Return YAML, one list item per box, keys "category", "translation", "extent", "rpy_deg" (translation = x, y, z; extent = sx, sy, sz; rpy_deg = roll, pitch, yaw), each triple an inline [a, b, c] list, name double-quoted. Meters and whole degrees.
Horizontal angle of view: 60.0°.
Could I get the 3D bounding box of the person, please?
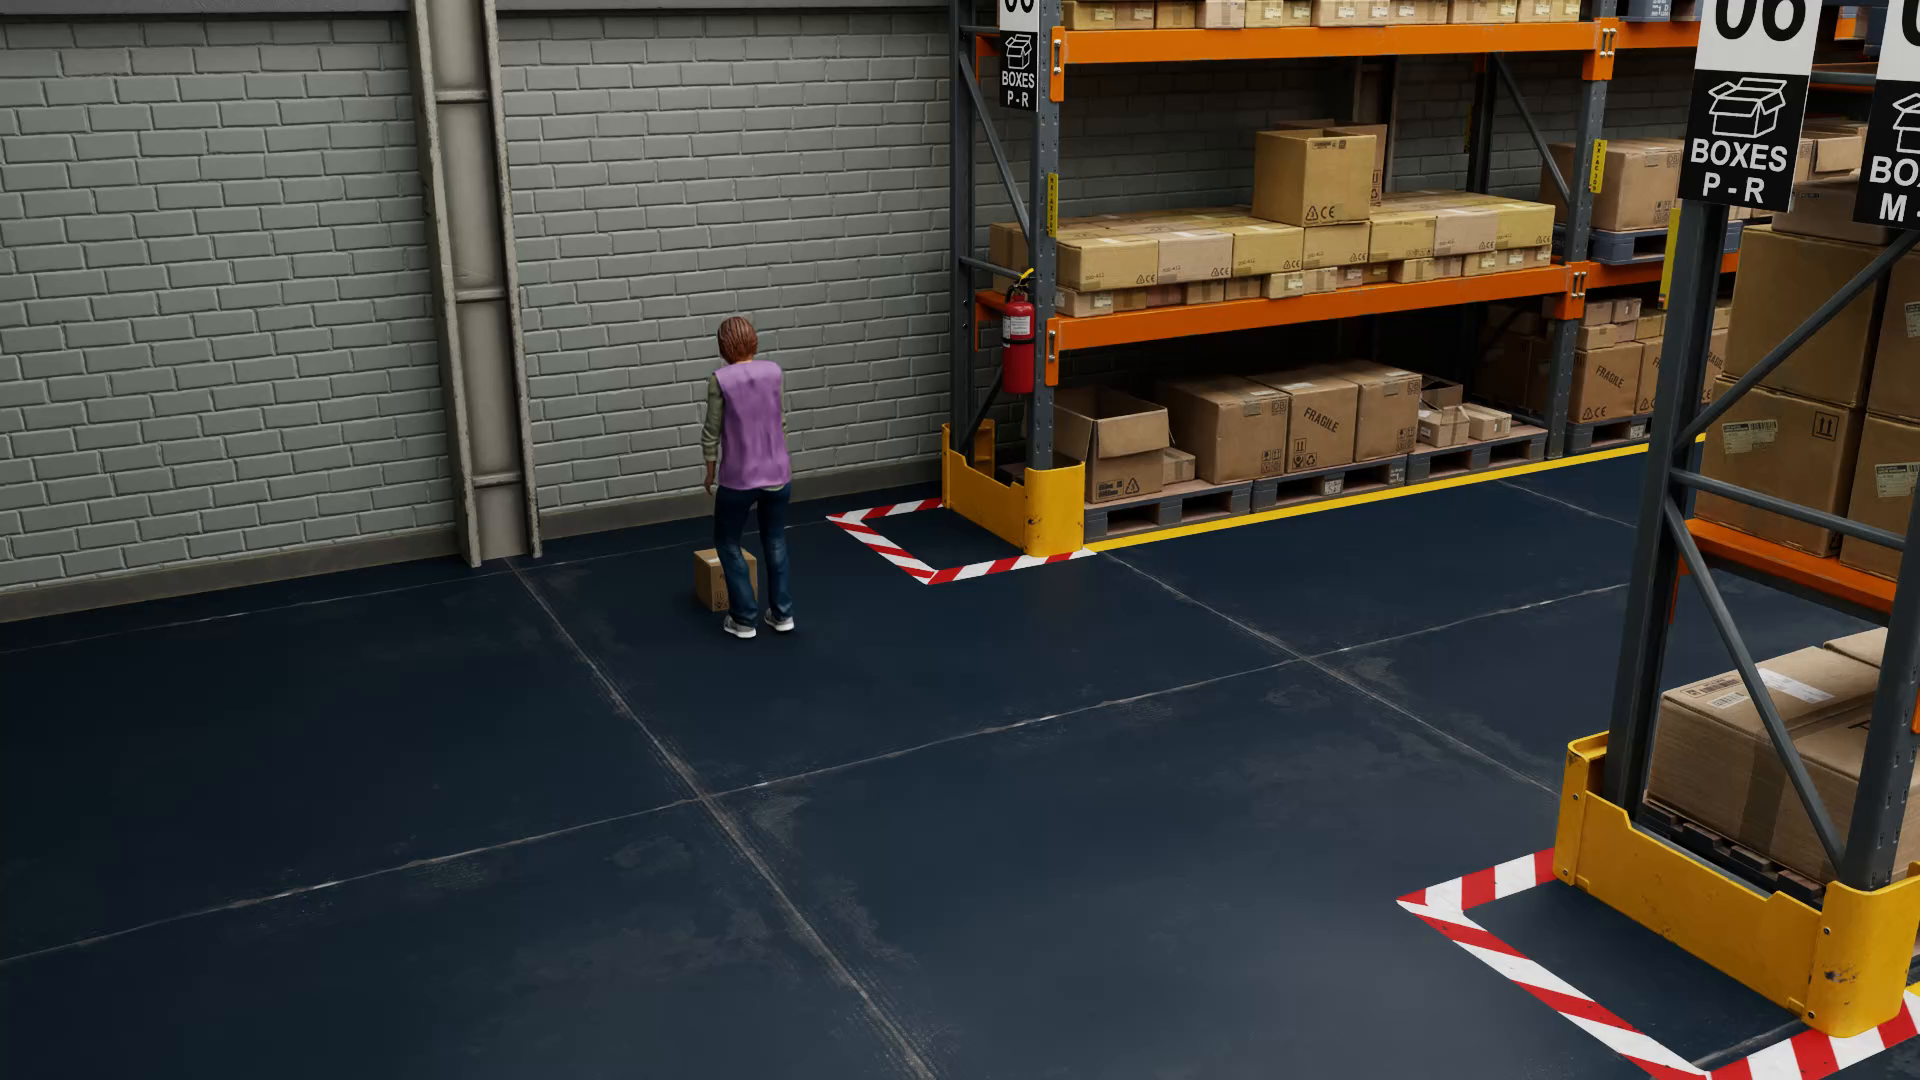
- category: "person"
  translation: [-1.041, -0.200, 8.048]
  extent: [0.460, 1.362, 0.601]
  rpy_deg: [-10, 21, -26]
